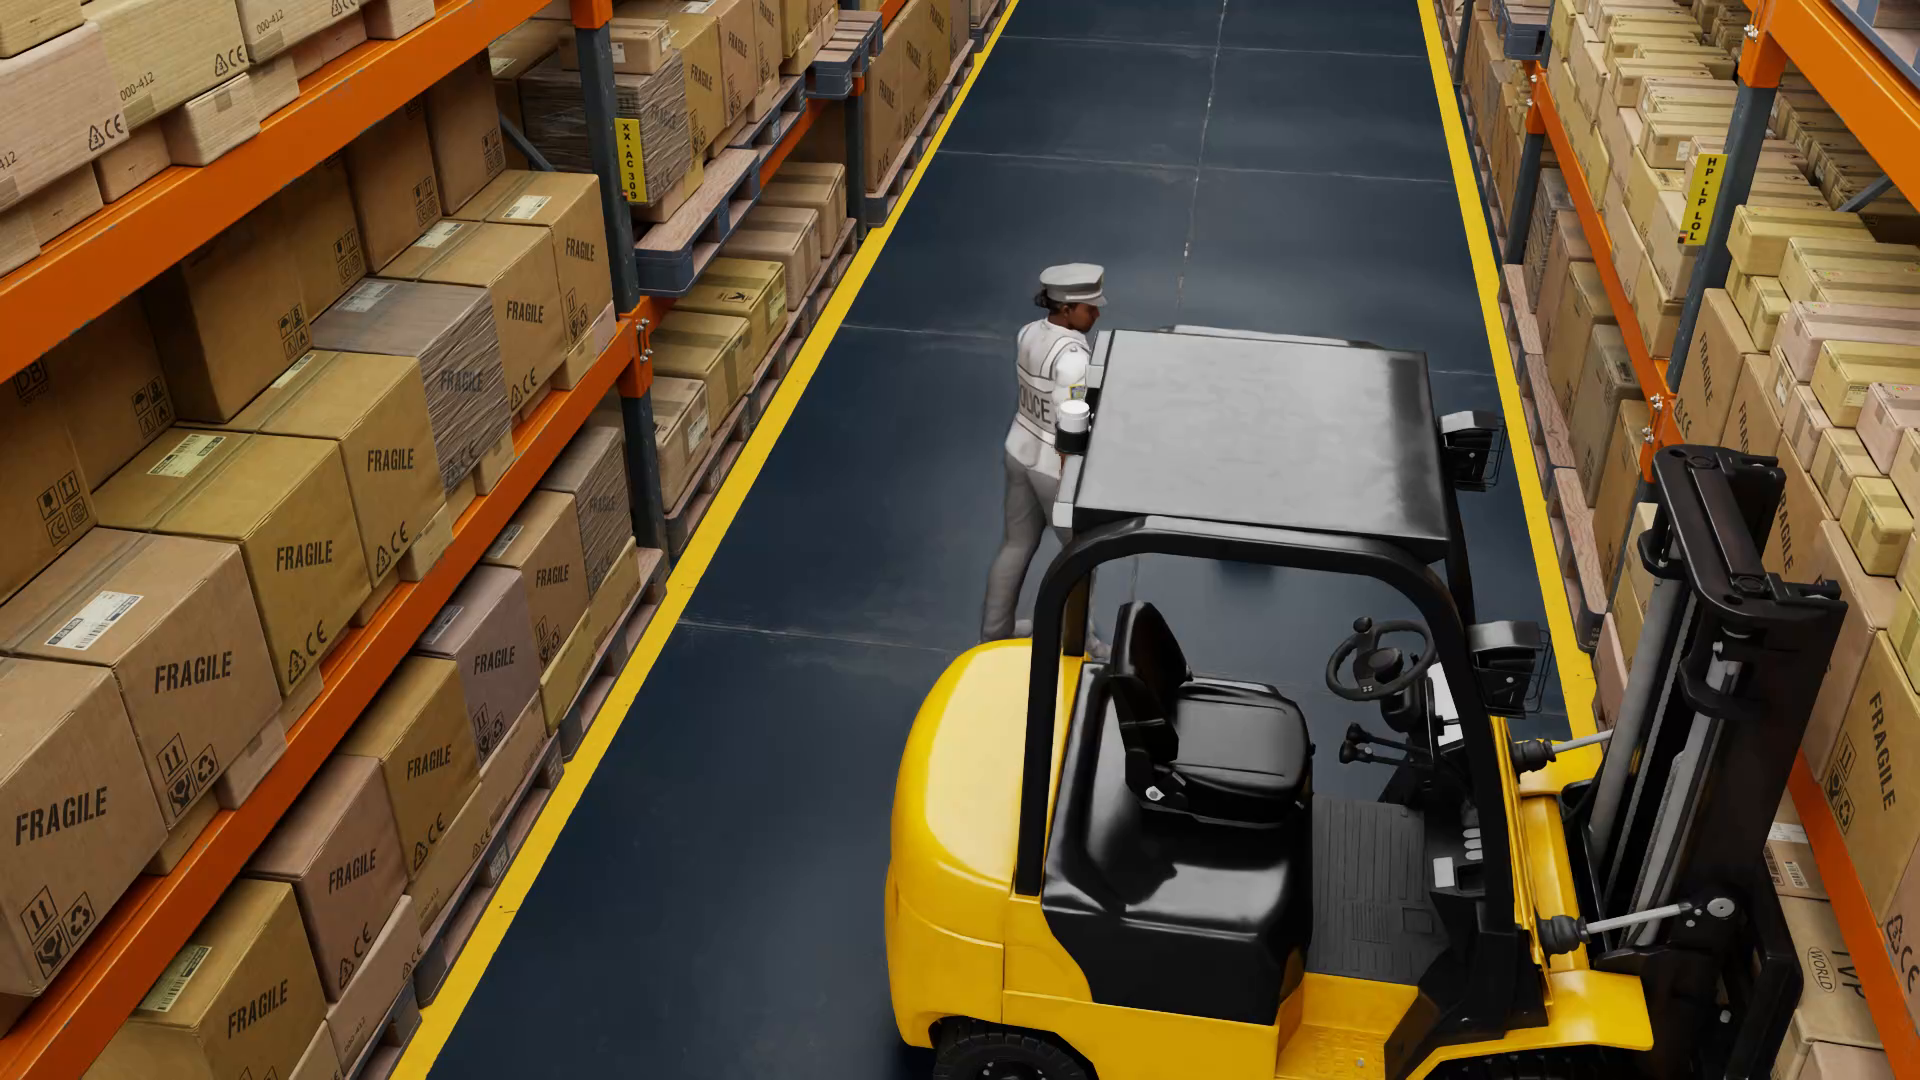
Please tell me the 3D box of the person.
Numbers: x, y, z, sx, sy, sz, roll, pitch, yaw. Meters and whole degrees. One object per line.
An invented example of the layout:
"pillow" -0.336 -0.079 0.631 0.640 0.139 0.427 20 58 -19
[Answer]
"person" 0.326 -0.246 6.561 0.547 1.714 0.477 -18 37 -26
